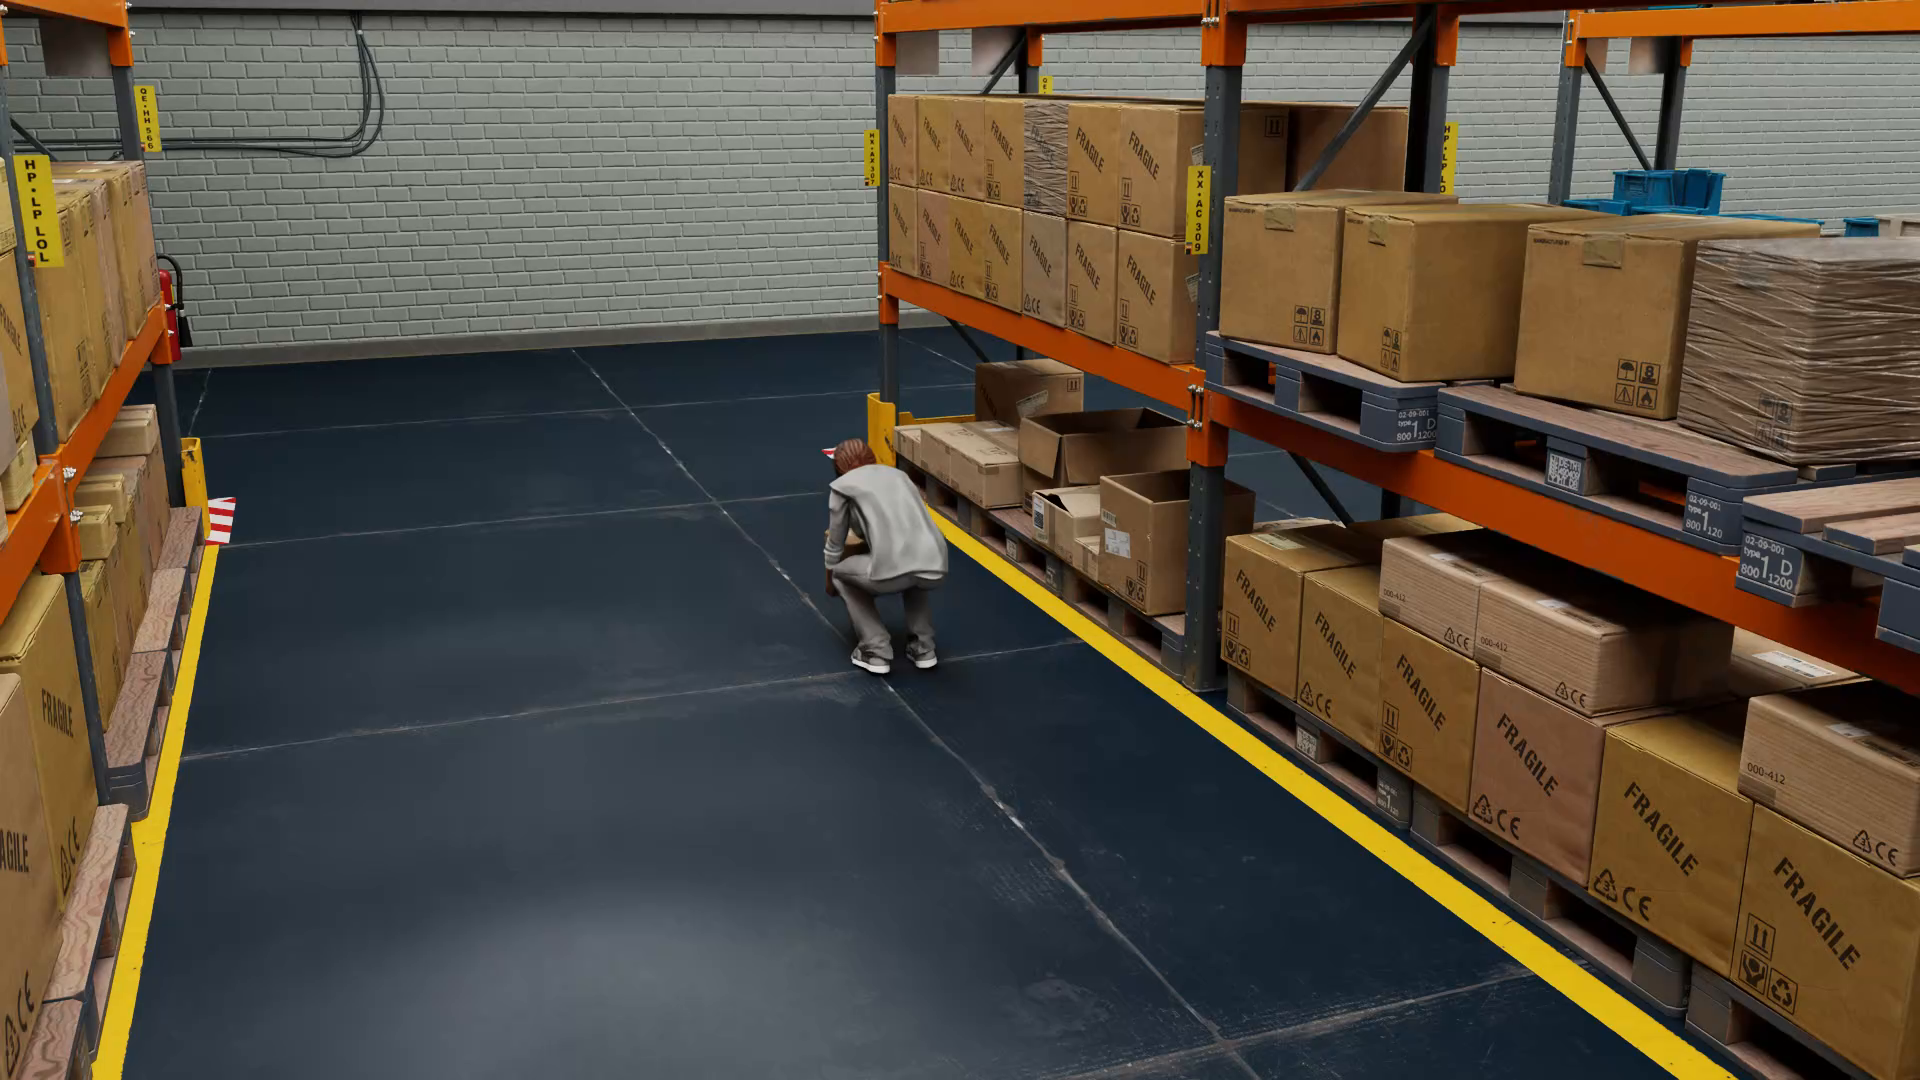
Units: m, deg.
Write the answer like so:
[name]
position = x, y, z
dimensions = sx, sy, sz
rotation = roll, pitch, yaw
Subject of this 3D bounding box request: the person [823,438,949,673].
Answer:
[person]
position = -0.324, 0.072, 7.086
dimensions = 0.420, 0.897, 0.831
rotation = -6, 17, -21
